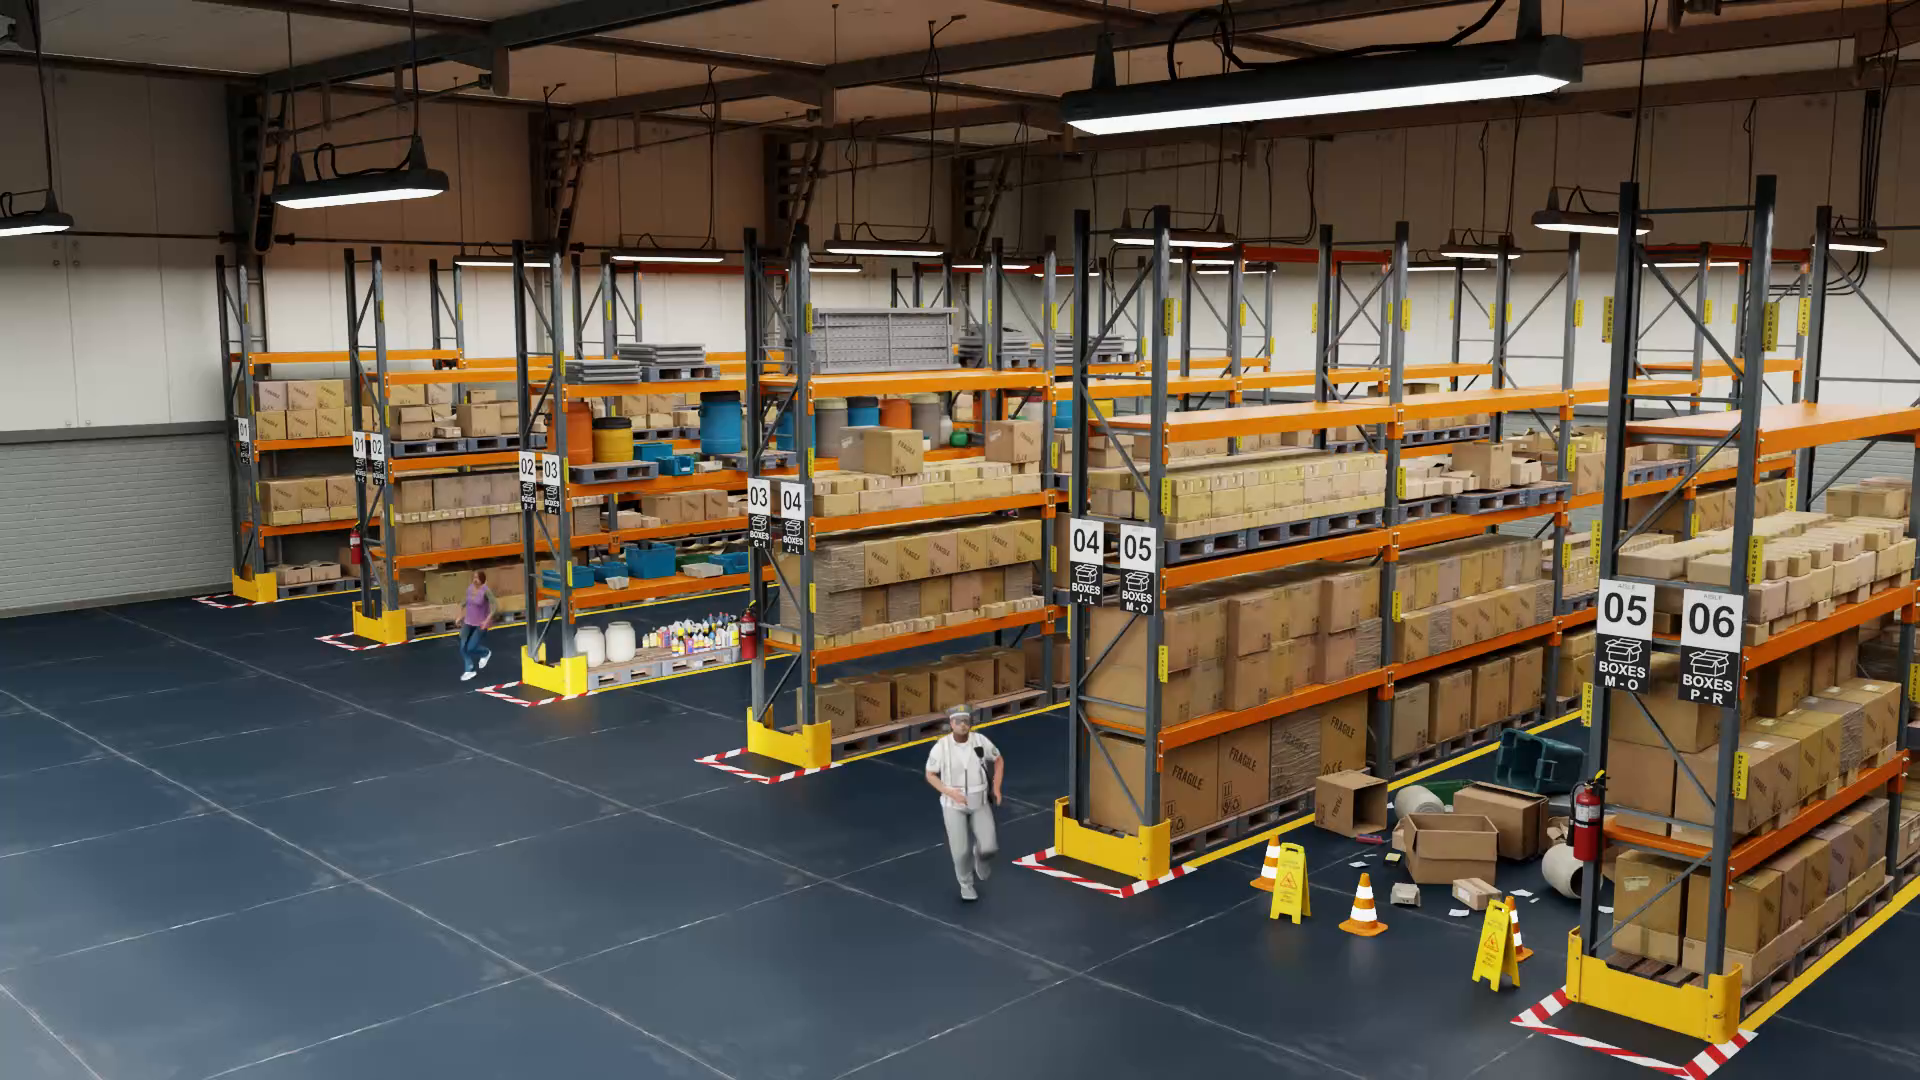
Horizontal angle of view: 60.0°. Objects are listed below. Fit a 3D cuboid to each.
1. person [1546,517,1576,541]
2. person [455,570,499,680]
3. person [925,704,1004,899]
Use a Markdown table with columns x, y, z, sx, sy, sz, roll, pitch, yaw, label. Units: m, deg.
| x | y | z | sx | sy | sz | roll | pitch | yaw | label |
| --- | --- | --- | --- | --- | --- | --- | --- | --- | --- |
| 9.801 | 0.482 | 27.091 | 0.707 | 1.736 | 0.634 | 6 | 10 | 38 | person |
| -6.668 | 1.167 | 23.029 | 0.581 | 1.550 | 0.506 | 3 | 9 | 21 | person |
| 0.048 | 2.273 | 14.517 | 0.701 | 1.715 | 0.559 | -1 | 8 | -5 | person |
